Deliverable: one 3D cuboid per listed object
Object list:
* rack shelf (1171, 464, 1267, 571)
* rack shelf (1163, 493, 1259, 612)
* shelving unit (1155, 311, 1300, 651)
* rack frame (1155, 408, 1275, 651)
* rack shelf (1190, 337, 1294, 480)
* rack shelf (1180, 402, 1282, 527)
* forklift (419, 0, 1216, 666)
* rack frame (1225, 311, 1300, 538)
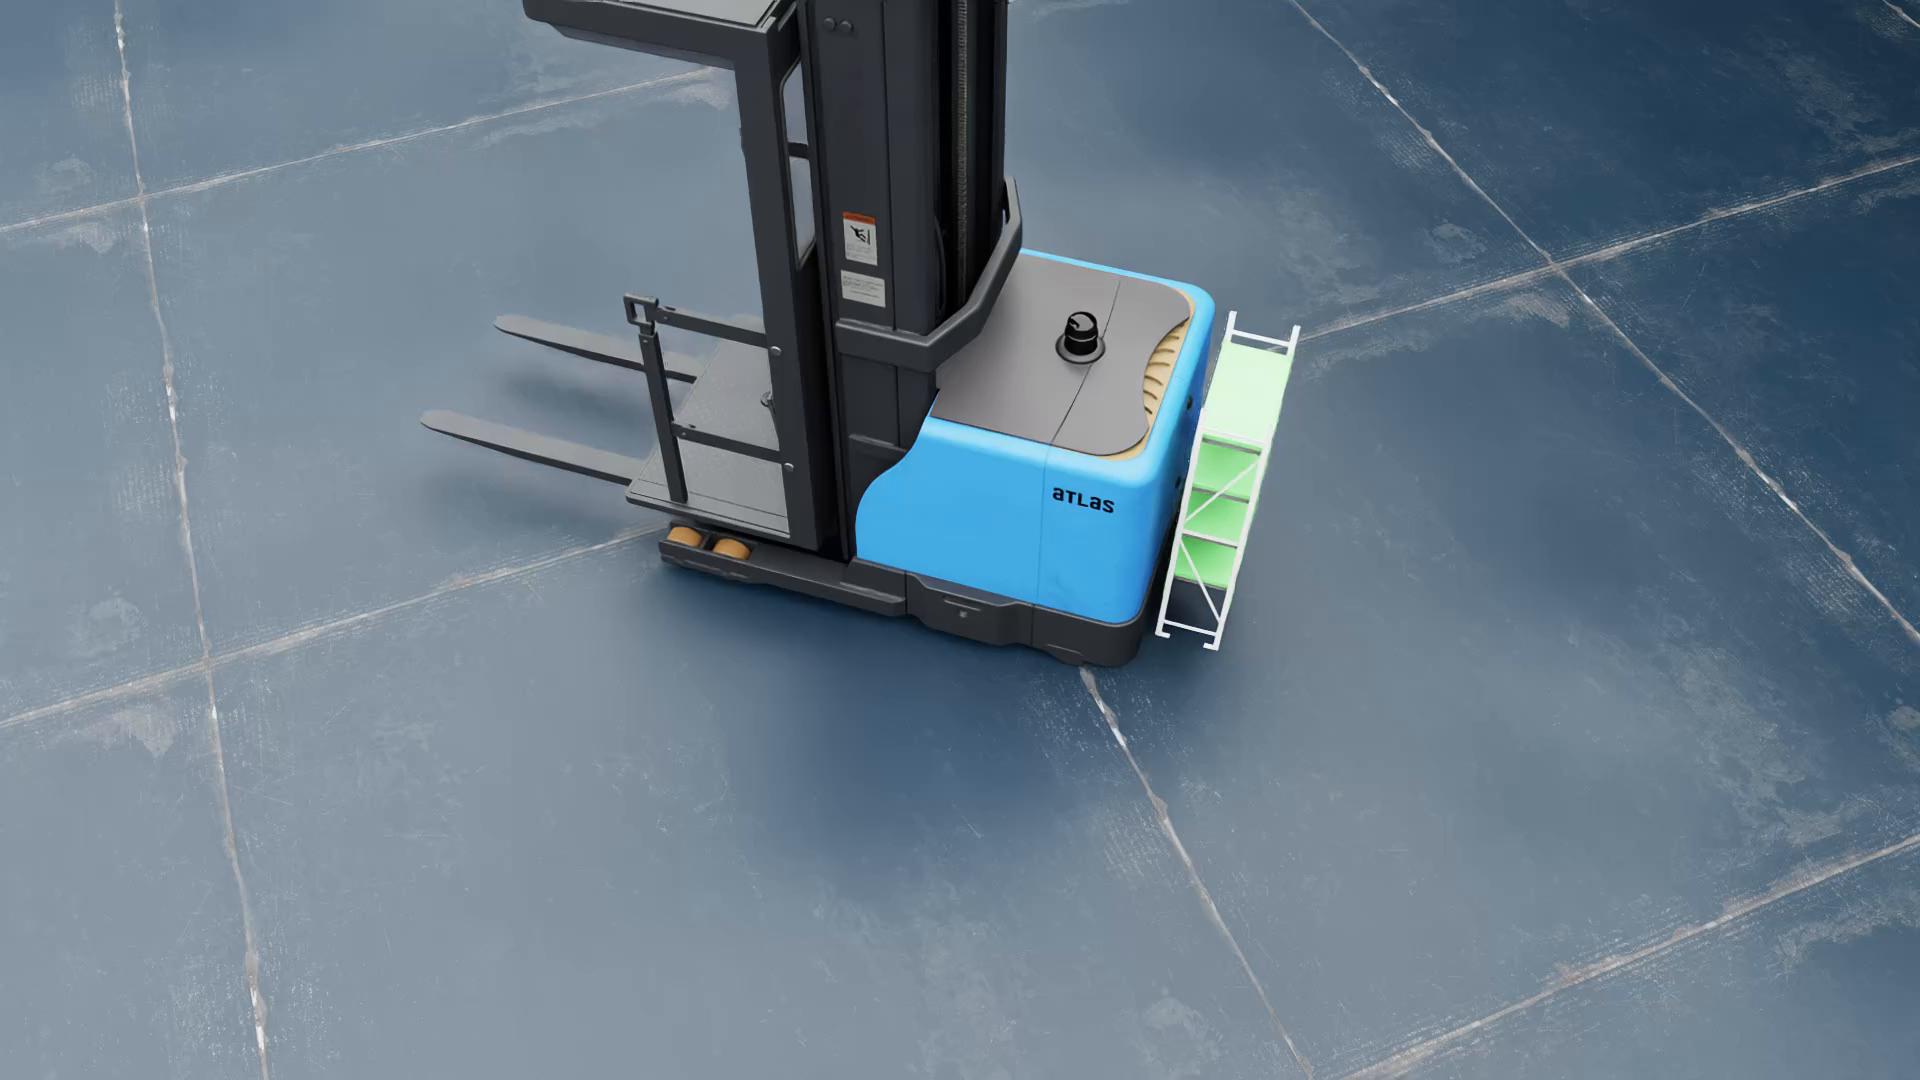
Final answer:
[{"bbox_3d":[0.942,-0.142,6.000,0.258,0.148,0.480,14,51,9],"label":"rack shelf"},{"bbox_3d":[0.934,0.013,6.183,0.258,0.148,0.480,14,51,9],"label":"rack shelf"},{"bbox_3d":[0.944,-0.183,5.951,0.258,1.200,0.503,14,51,9],"label":"shelving unit"},{"bbox_3d":[0.873,-0.006,5.799,0.240,1.200,0.015,14,51,9],"label":"rack frame"},{"bbox_3d":[0.958,-0.451,5.633,0.258,0.148,0.480,14,51,9],"label":"rack shelf"},{"bbox_3d":[0.950,-0.296,5.816,0.258,0.148,0.480,14,51,9],"label":"rack shelf"},{"bbox_3d":[-0.645,-1.165,5.659,3.031,2.935,1.130,14,51,12],"label":"forklift"},{"bbox_3d":[1.015,-0.360,6.103,0.240,1.200,0.015,14,51,9],"label":"rack frame"}]
